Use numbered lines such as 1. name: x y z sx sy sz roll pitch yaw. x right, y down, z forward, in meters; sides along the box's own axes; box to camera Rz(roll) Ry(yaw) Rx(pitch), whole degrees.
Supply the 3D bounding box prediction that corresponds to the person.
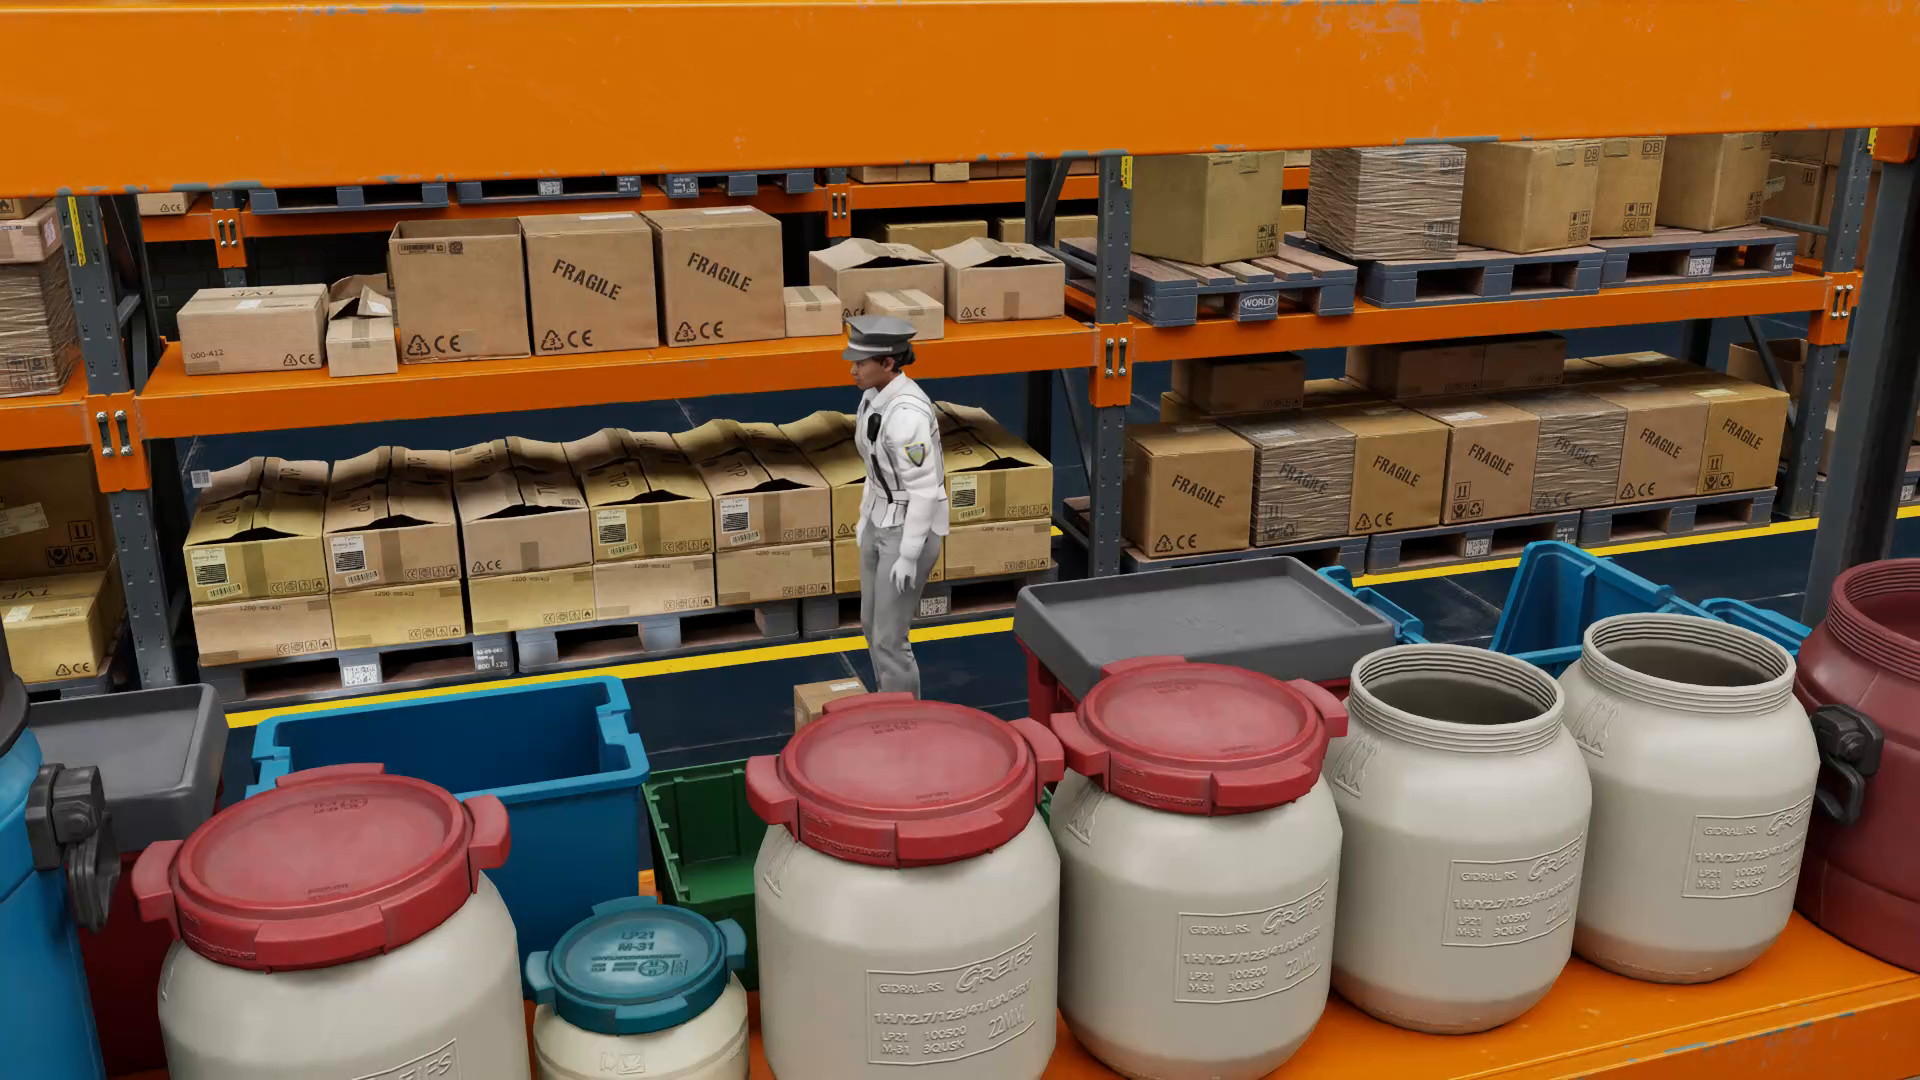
1. person: -0.260 -0.002 6.069 0.413 1.663 0.531 -7 21 -20
